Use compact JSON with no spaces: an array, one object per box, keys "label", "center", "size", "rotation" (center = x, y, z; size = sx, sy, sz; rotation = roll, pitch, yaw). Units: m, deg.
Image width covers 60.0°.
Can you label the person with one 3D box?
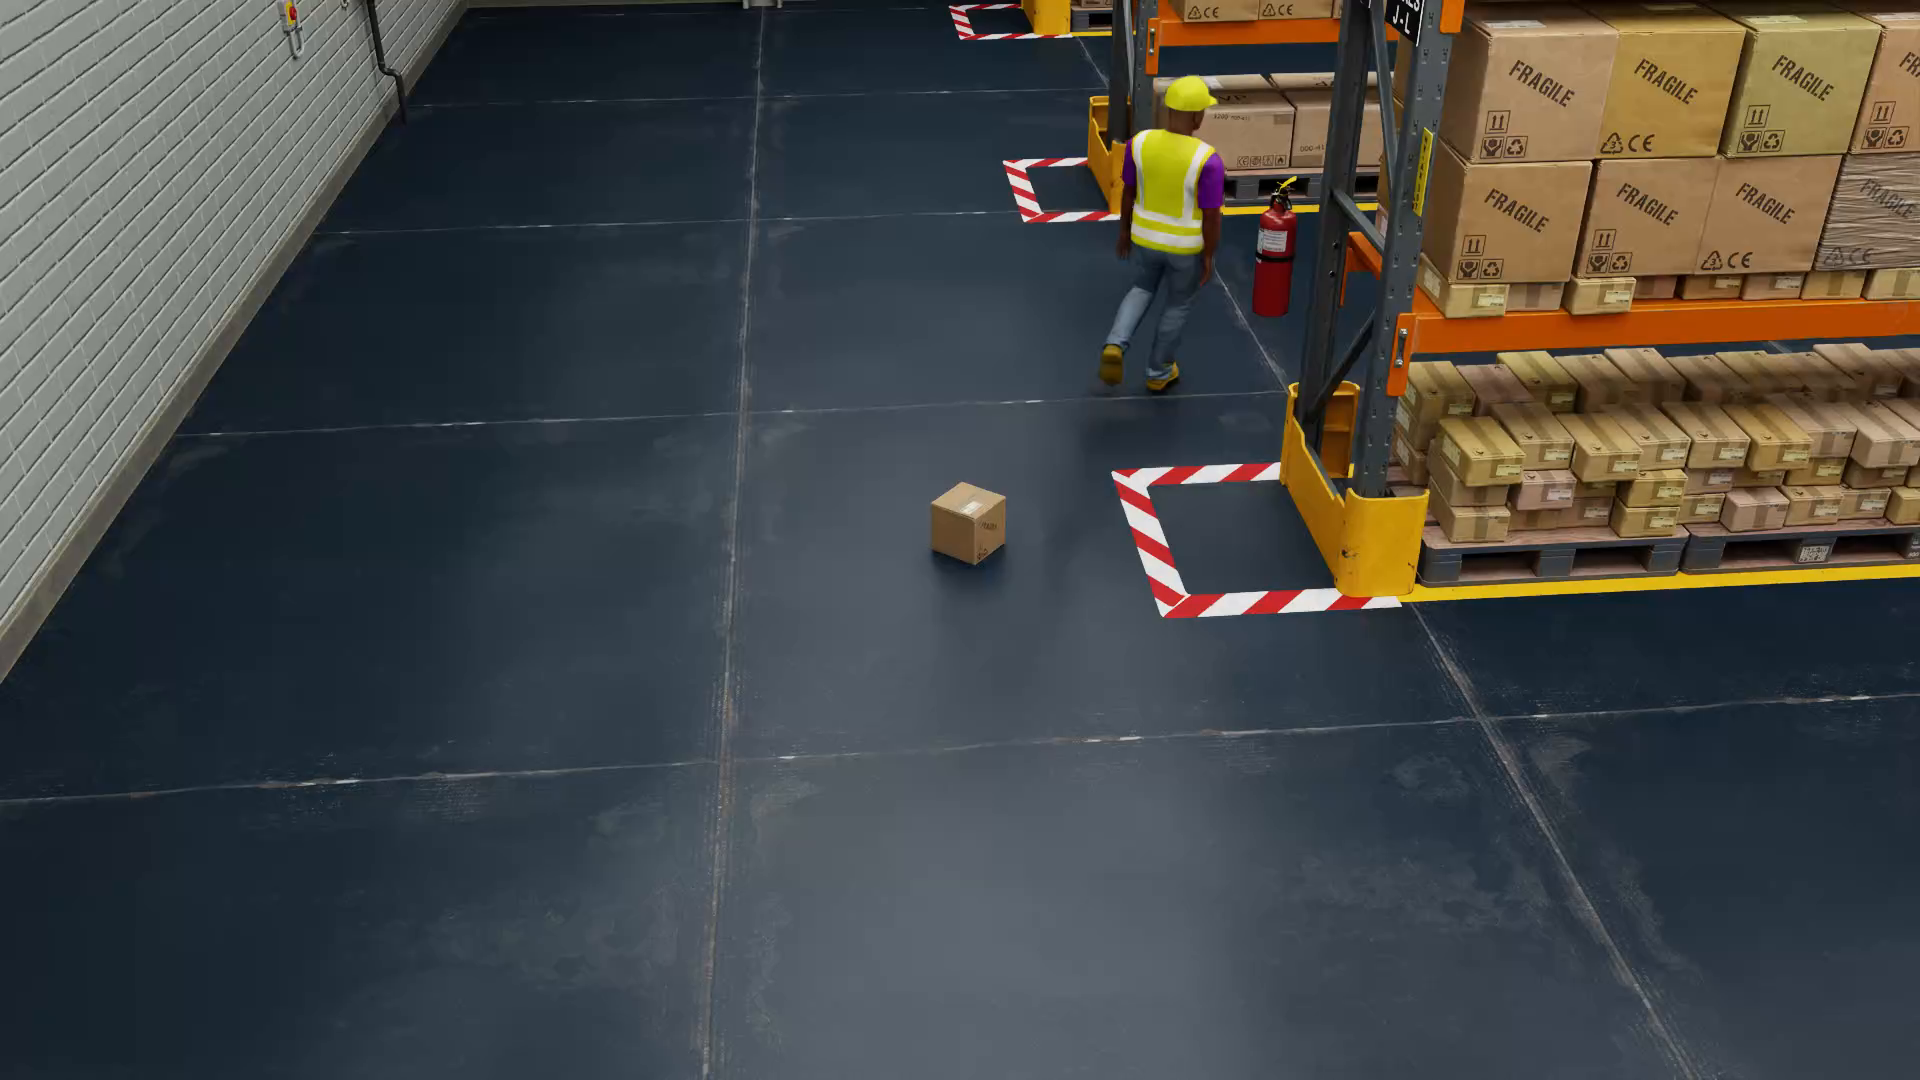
[{"label":"person","center":[1.085,-1.543,8.691],"size":[0.613,1.707,0.622],"rotation":[17,35,25]}]
